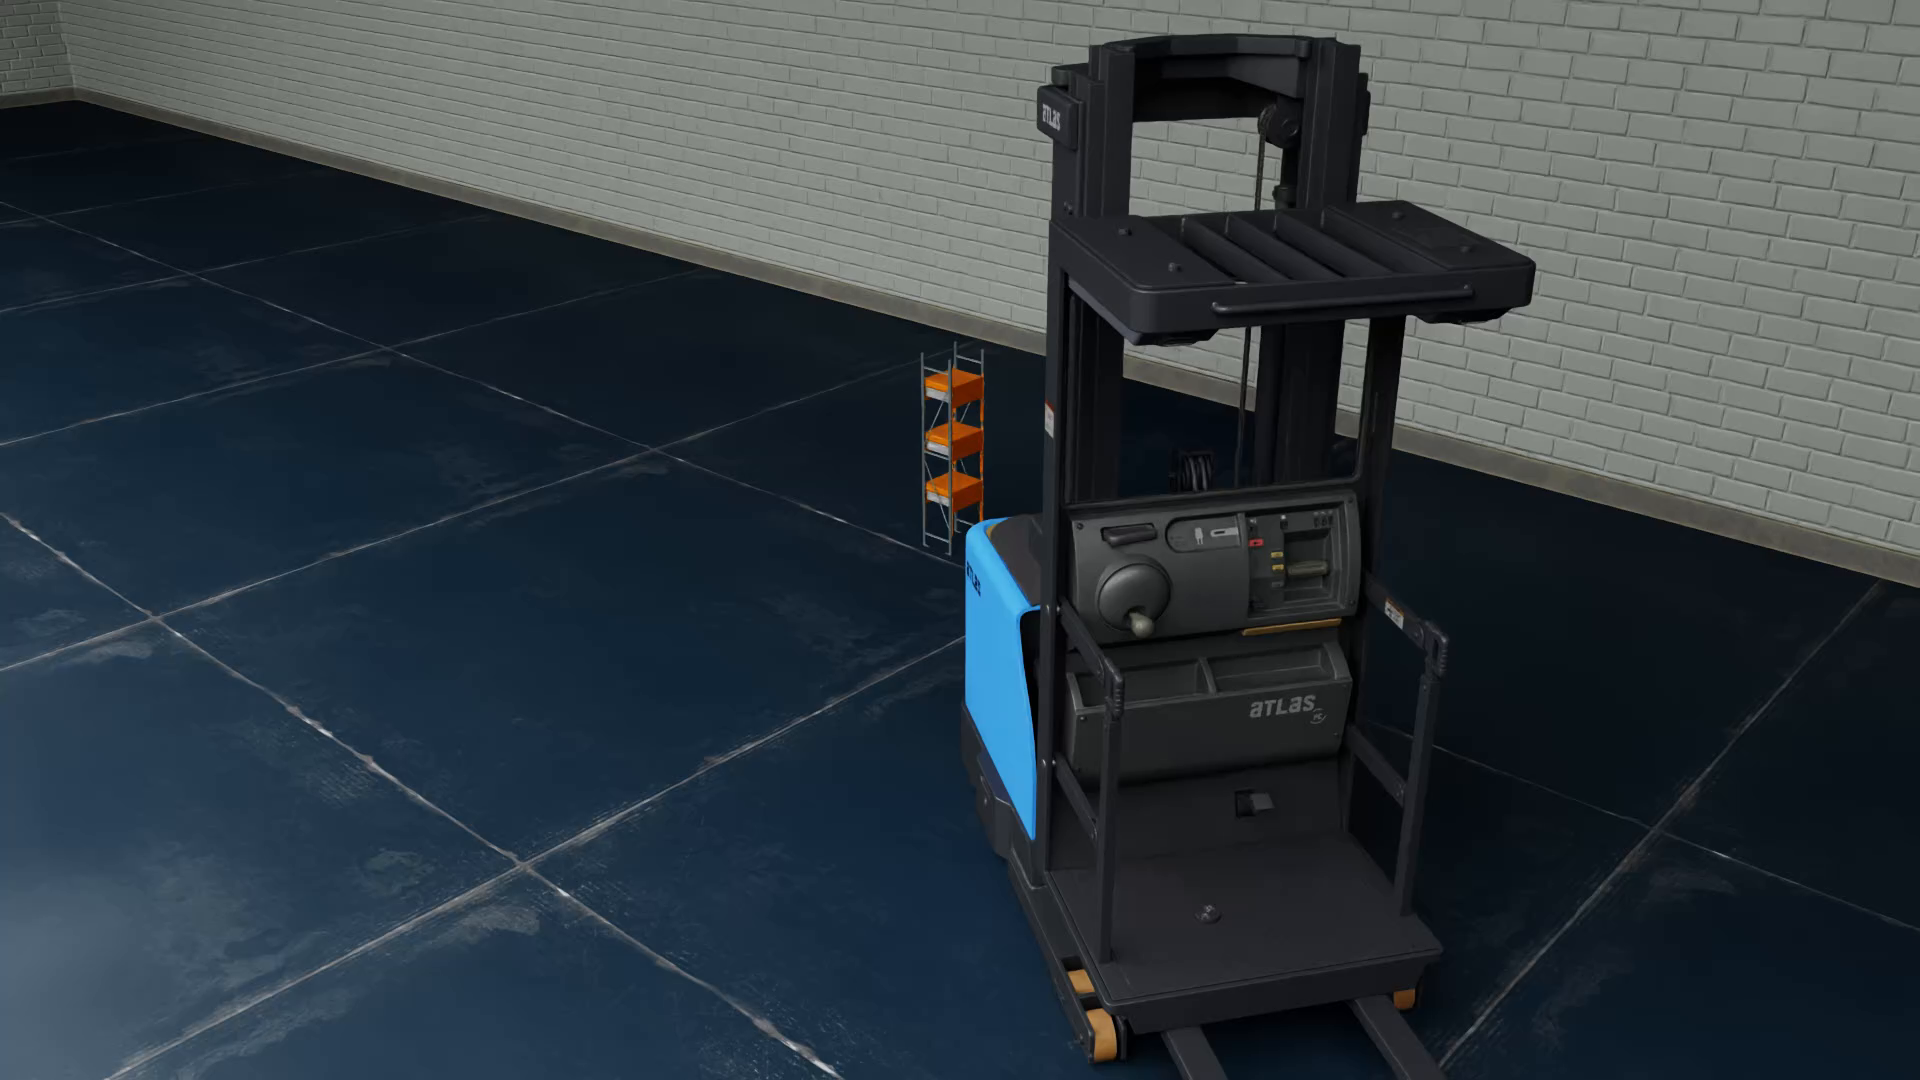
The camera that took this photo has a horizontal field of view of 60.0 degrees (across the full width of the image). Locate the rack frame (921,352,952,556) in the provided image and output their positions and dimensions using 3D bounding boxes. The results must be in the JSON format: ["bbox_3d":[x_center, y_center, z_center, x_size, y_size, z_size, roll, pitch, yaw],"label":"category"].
[{"bbox_3d":[-0.117,-0.426,8.416,0.200,1.050,0.008,20,31,38],"label":"rack frame"}]

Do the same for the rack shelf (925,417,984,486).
[{"bbox_3d":[-0.036,-0.453,8.503,0.215,0.259,0.240,20,31,38],"label":"rack shelf"}]

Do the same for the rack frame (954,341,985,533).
[{"bbox_3d":[0.046,-0.500,8.582,0.200,1.050,0.008,20,31,38],"label":"rack frame"}]

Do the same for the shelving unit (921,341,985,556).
[{"bbox_3d":[-0.036,-0.463,8.499,0.215,1.050,0.252,20,31,38],"label":"shelving unit"}]

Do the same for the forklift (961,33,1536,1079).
[{"bbox_3d":[0.847,0.107,4.929,1.130,2.935,3.031,-6,25,-12],"label":"forklift"}]

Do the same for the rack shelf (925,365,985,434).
[{"bbox_3d":[-0.036,-0.712,8.387,0.215,0.259,0.240,20,31,38],"label":"rack shelf"}]

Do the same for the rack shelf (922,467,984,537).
[{"bbox_3d":[-0.036,-0.199,8.617,0.215,0.259,0.240,20,31,38],"label":"rack shelf"}]
